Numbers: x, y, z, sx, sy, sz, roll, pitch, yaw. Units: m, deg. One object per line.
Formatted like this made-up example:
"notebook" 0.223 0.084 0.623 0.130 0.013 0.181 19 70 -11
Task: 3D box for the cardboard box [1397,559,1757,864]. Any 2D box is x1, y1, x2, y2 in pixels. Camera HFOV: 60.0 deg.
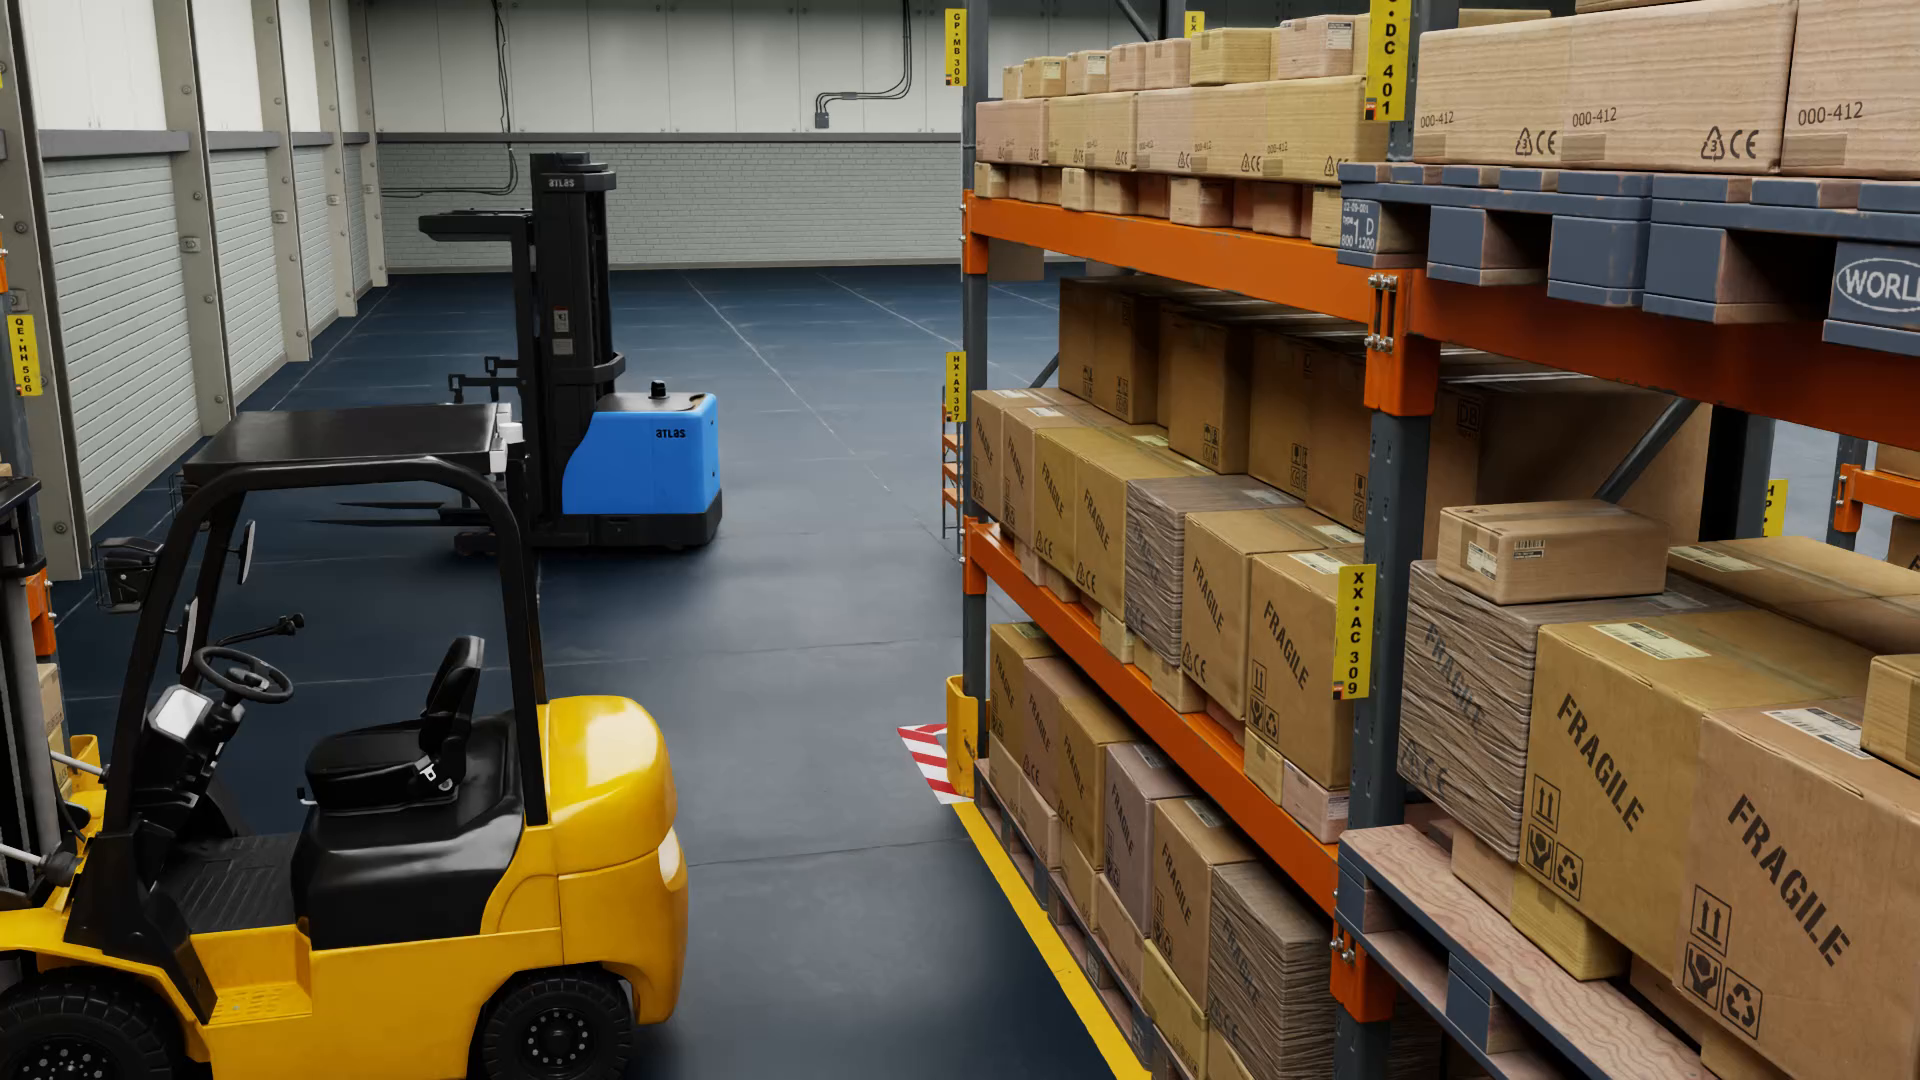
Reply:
"cardboard box" 1.284 0.332 3.526 0.500 0.500 0.500 -3 14 -12

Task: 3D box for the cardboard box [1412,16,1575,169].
"cardboard box" 1.200 -0.826 3.100 0.500 0.250 0.500 -4 14 -15

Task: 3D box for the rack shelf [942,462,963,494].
"rack shelf" 0.039 -0.479 12.644 0.258 0.148 0.480 -3 14 -13

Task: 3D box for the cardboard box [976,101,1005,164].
"cardboard box" 0.372 -1.716 6.999 0.500 0.250 0.500 -4 14 -14

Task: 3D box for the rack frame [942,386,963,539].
"rack frame" -0.018 -0.601 12.859 0.240 1.200 0.015 -3 14 -13

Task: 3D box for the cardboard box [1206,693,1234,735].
"cardboard box" 0.985 0.490 5.131 0.380 0.149 0.250 -3 14 -14

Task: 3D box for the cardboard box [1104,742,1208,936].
"cardboard box" 0.810 1.016 5.777 0.500 0.500 0.500 -3 14 -10

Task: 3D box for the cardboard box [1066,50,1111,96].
"cardboard box" 0.591 -1.650 5.889 0.380 0.149 0.250 -3 14 -12

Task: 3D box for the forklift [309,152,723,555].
"forklift" -3.422 -1.436 12.630 3.031 2.935 1.130 0 14 -1

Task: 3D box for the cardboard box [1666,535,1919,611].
"cardboard box" 1.784 0.302 3.650 0.500 0.500 0.500 -4 14 -14

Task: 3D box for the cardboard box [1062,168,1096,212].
"cardboard box" 0.582 -1.261 5.975 0.380 0.149 0.250 -3 14 -13

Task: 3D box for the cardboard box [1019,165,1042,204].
"cardboard box" 0.453 -1.440 6.709 0.380 0.149 0.250 -3 14 -12

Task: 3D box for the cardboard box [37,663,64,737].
"cardboard box" -3.900 0.694 6.566 0.500 0.250 0.500 -3 14 -11

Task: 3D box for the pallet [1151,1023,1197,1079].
"pallet" 1.260 1.807 5.088 1.003 0.211 1.213 -3 14 -13

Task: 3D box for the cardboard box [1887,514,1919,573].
"cardboard box" 5.524 0.364 8.710 0.875 0.875 0.875 -3 14 -13

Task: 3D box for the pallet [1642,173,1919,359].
"pallet" 1.740 -0.374 2.211 1.213 0.211 1.003 -3 14 -13

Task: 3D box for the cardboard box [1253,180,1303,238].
"cardboard box" 1.024 -0.907 4.528 0.380 0.149 0.250 -3 14 -13

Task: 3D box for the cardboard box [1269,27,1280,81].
"cardboard box" 1.056 -1.299 4.454 0.380 0.149 0.250 -3 14 -12

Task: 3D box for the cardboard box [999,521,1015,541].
"cardboard box" 0.391 -0.106 7.570 0.380 0.149 0.250 -3 14 -13

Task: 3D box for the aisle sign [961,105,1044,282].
"aisle sign" 0.197 -1.578 7.587 0.394 0.787 0.004 -3 14 -13

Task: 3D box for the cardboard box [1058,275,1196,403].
"cardboard box" 0.845 -0.891 7.310 0.700 0.500 0.500 -4 14 -15

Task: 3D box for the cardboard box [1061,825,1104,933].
"cardboard box" 0.686 1.259 6.364 0.500 0.250 0.500 -2 14 -9

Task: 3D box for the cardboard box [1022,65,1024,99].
"cardboard box" 0.473 -1.890 6.871 0.380 0.149 0.250 -3 14 -13

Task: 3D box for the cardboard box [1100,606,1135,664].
"cardboard box" 0.712 0.318 5.836 0.380 0.149 0.250 -3 14 -13

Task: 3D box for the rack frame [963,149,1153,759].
"rack frame" 0.513 -0.318 7.908 1.000 3.000 0.127 -3 14 -13

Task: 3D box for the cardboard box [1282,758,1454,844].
"cardboard box" 1.080 0.670 4.395 0.380 0.149 0.250 -3 14 -14

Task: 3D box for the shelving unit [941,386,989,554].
"shelving unit" 0.039 -0.545 12.628 0.258 1.200 0.503 -3 14 -13

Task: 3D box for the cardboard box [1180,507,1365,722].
"cardboard box" 0.979 0.205 4.931 0.500 0.500 0.500 -3 14 -11

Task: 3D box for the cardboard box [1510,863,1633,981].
"cardboard box" 1.325 0.726 3.279 0.380 0.149 0.250 -3 14 -12

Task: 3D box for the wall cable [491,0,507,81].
"wall cable" -8.846 -11.514 36.994 3.097 2.526 0.112 -3 14 -13

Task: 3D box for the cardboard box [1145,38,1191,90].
"cardboard box" 0.795 -1.474 5.169 0.380 0.149 0.250 -3 14 -13

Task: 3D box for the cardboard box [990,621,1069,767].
"cardboard box" 0.440 0.657 7.248 0.500 0.500 0.500 -4 14 -15

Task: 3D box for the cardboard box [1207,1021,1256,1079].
"cardboard box" 1.052 1.615 4.904 0.500 0.250 0.500 -3 14 -11

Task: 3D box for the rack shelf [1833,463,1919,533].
"rack shelf" 5.770 0.194 7.329 1.077 0.370 4.000 -3 14 -13

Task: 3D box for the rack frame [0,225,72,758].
"rack frame" -4.311 -0.040 6.772 1.000 3.000 0.127 -3 14 -13

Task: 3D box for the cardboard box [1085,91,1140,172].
"cardboard box" 0.727 -1.362 5.551 0.500 0.250 0.500 -3 14 -12

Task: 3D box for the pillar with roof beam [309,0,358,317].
"pillar with roof beam" -6.476 -8.520 28.841 9.100 9.000 0.400 -3 14 -13

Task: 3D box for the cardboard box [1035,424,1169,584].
"cardboard box" 0.600 -0.149 6.381 0.500 0.500 0.500 -4 14 -14

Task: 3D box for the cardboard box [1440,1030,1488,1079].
"cardboard box" 1.576 1.221 4.937 0.500 0.500 0.500 -3 14 -11

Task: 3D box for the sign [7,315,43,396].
"sign" -3.780 -0.745 6.717 0.100 0.325 0.005 -3 14 -13

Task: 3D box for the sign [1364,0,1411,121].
"sign" 0.927 -1.071 3.582 0.100 0.325 0.005 -3 14 -13

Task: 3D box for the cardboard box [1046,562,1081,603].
"cardboard box" 0.556 0.136 6.579 0.380 0.149 0.250 -3 14 -12

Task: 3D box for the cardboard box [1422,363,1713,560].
"cardboard box" 1.560 -0.187 4.430 0.700 0.500 0.500 -3 14 -14

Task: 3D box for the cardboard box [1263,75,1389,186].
"cardboard box" 1.086 -1.011 4.114 0.500 0.250 0.500 -3 14 -14

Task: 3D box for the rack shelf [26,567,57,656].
"rack shelf" -3.841 0.771 4.969 1.077 0.370 4.000 -3 14 -13

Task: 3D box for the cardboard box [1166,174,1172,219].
"cardboard box" 0.875 -1.089 5.272 0.380 0.149 0.250 -3 14 -12

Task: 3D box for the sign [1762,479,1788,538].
"sign" 1.991 0.011 4.123 0.100 0.325 0.005 -3 14 -13

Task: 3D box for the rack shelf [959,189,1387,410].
"rack shelf" 0.983 -0.964 5.749 1.077 0.370 4.000 -3 14 -13

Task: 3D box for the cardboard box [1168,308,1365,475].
"cardboard box" 1.159 -0.539 5.869 0.700 0.500 0.500 -3 14 -14
